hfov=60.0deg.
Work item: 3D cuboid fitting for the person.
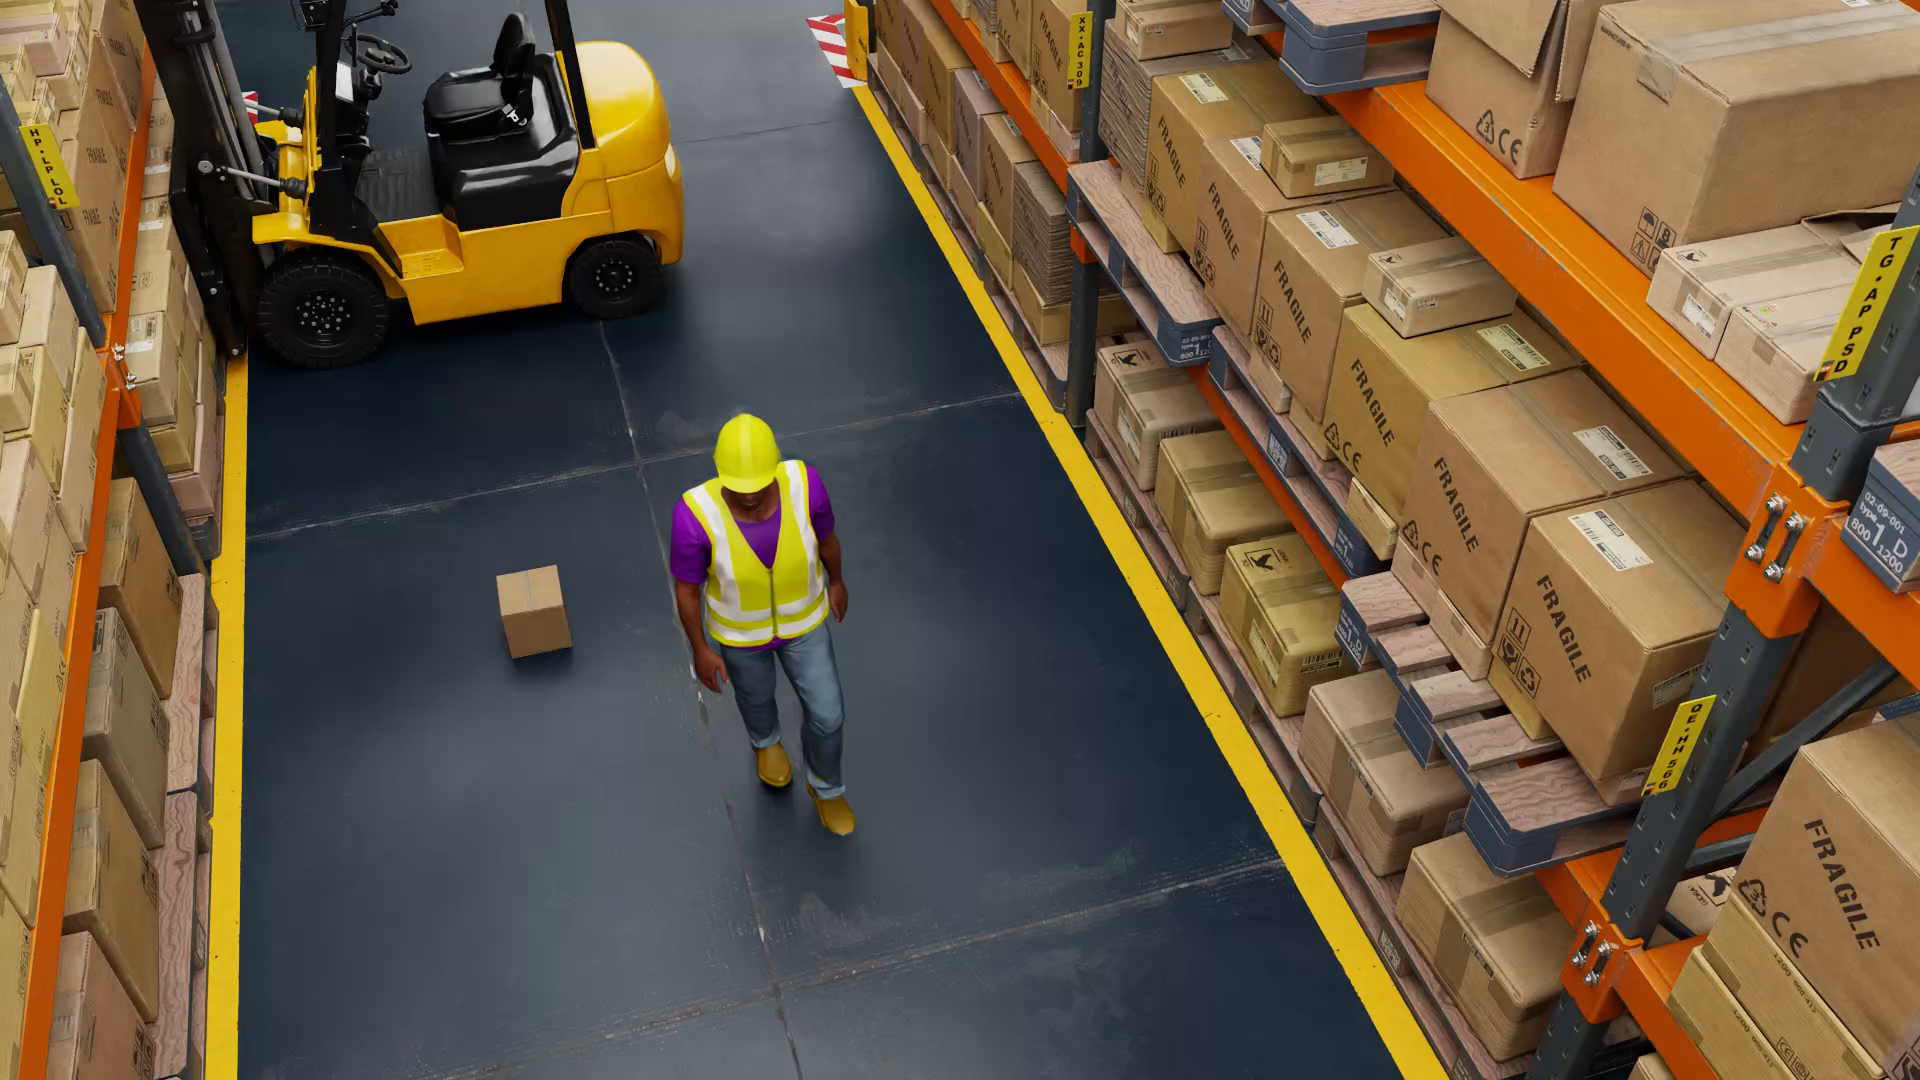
[{"bbox_3d":[-0.660,0.316,5.818,0.620,1.835,0.596,-12,43,-13],"label":"person"}]
